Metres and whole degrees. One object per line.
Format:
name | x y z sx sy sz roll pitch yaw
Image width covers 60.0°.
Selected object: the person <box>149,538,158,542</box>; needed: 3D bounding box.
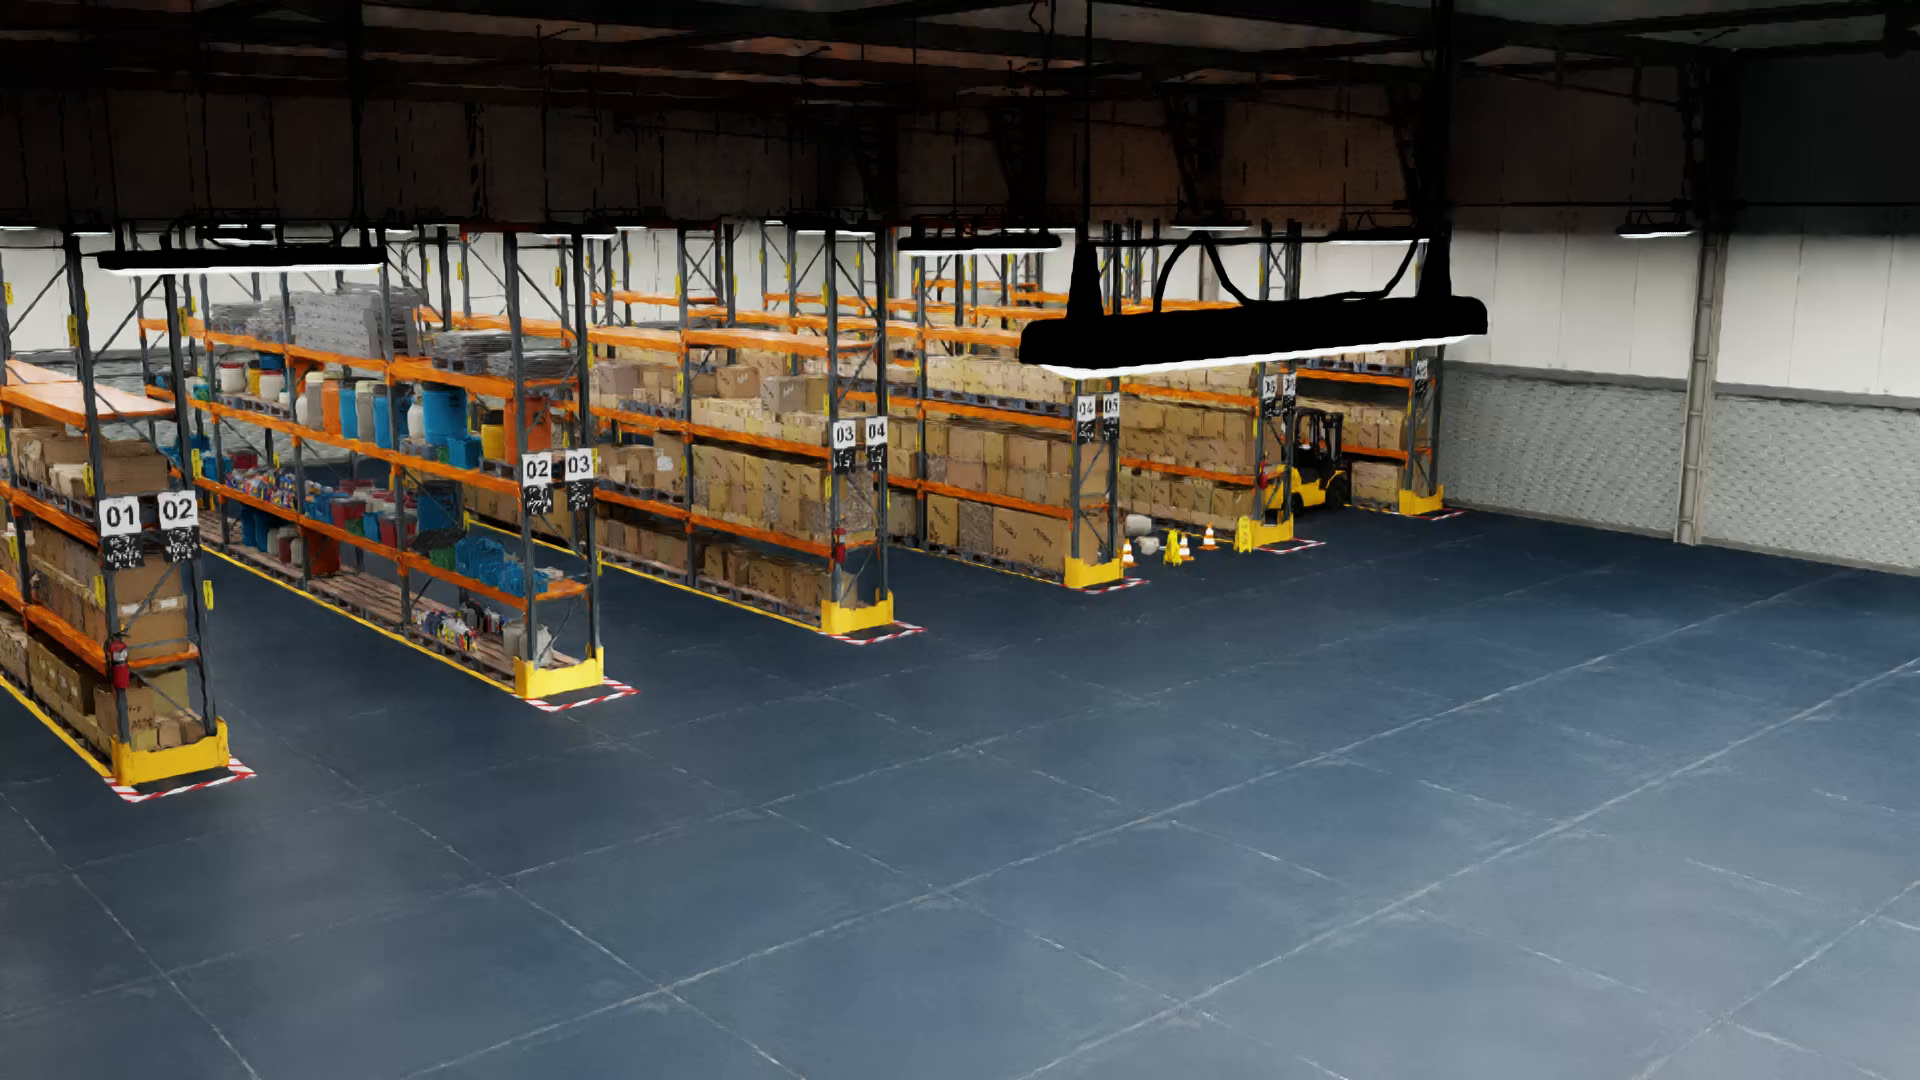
person | -12.006 0.634 24.528 1.102 1.615 0.580 10 15 39
